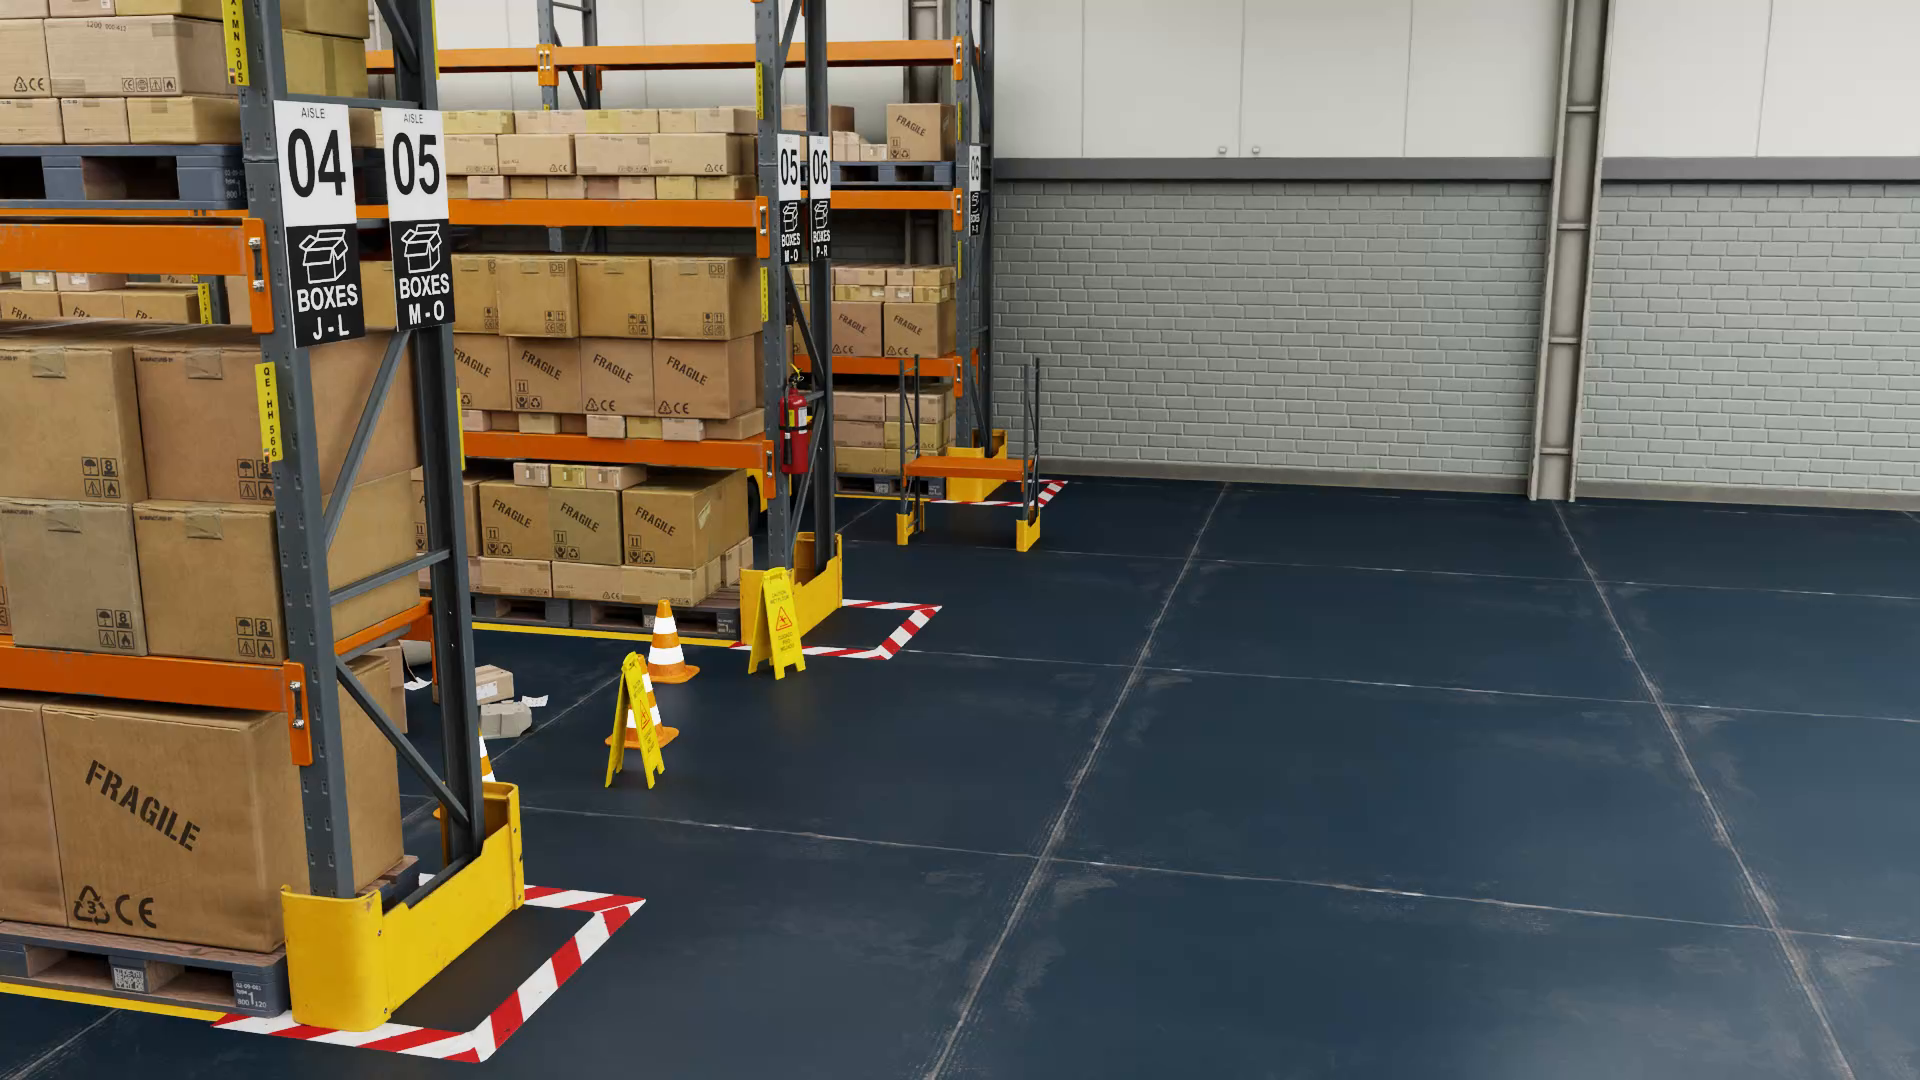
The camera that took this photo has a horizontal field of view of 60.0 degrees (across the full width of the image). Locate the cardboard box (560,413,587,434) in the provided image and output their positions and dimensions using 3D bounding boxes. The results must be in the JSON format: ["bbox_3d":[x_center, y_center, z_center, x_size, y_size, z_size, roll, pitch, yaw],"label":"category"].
[{"bbox_3d":[-2.447,-0.808,11.031,0.250,0.149,0.380,3,13,14],"label":"cardboard box"}]

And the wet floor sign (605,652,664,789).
[{"bbox_3d":[-1.629,0.882,8.269,0.232,0.644,0.267,1,13,4],"label":"wet floor sign"}]

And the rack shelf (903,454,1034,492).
[{"bbox_3d":[0.083,-0.552,13.590,1.000,0.185,0.538,3,13,14],"label":"rack shelf"}]

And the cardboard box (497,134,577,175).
[{"bbox_3d":[-2.598,-2.457,10.619,0.500,0.250,0.500,3,13,15],"label":"cardboard box"}]

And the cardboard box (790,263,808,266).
[{"bbox_3d":[-1.628,-2.602,16.122,0.250,0.149,0.380,3,13,14],"label":"cardboard box"}]

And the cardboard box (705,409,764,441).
[{"bbox_3d":[-1.458,-0.751,10.772,0.250,0.149,0.380,4,13,15],"label":"cardboard box"}]

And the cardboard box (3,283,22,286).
[{"bbox_3d":[-6.778,-1.669,12.444,0.500,0.500,0.500,3,13,11],"label":"cardboard box"}]

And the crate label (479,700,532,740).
[{"bbox_3d":[-2.485,0.971,9.041,0.298,0.136,0.250,-4,13,-16],"label":"crate label"}]

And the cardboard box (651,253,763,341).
[{"bbox_3d":[-1.592,-1.562,10.621,0.500,0.500,0.700,3,13,12],"label":"cardboard box"}]

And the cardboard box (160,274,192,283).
[{"bbox_3d":[-8.088,-2.671,17.649,0.500,0.500,0.500,4,13,16],"label":"cardboard box"}]

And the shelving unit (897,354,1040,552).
[{"bbox_3d":[0.074,-0.728,13.553,1.083,1.500,0.587,3,13,14],"label":"shelving unit"}]

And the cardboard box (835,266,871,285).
[{"bbox_3d":[-0.988,-2.471,15.529,0.250,0.149,0.380,3,13,14],"label":"cardboard box"}]

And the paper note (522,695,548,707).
[{"bbox_3d":[-2.439,0.920,9.516,0.142,0.019,0.148,-1,13,-6],"label":"paper note"}]

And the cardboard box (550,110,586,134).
[{"bbox_3d":[-2.406,-2.654,10.586,0.250,0.149,0.380,3,13,14],"label":"cardboard box"}]

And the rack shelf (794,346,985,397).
[{"bbox_3d":[-1.800,-1.695,16.111,4.000,0.370,1.077,3,13,14],"label":"rack shelf"}]

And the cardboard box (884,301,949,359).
[{"bbox_3d":[-0.399,-1.962,15.421,0.500,0.500,0.500,3,13,12],"label":"cardboard box"}]

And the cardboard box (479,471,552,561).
[{"bbox_3d":[-2.880,-0.168,11.215,0.500,0.500,0.500,3,13,12],"label":"cardboard box"}]

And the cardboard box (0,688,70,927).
[{"bbox_3d":[-3.661,0.913,6.629,0.875,0.875,0.875,3,13,13],"label":"cardboard box"}]

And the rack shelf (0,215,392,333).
[{"bbox_3d":[-4.074,-1.070,6.365,4.000,0.370,1.077,3,13,14],"label":"rack shelf"}]

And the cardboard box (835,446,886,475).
[{"bbox_3d":[-0.871,-0.791,15.753,0.500,0.250,0.500,3,13,14],"label":"cardboard box"}]

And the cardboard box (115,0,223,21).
[{"bbox_3d":[-2.540,-1.784,5.461,0.250,0.149,0.380,3,13,14],"label":"cardboard box"}]

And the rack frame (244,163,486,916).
[{"bbox_3d":[-2.132,0.147,6.144,0.127,3.000,1.000,3,13,14],"label":"rack frame"}]

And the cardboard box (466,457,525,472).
[{"bbox_3d":[-3.299,-0.309,11.847,0.500,0.500,0.500,4,13,17],"label":"cardboard box"}]

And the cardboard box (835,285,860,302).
[{"bbox_3d":[-0.992,-2.316,15.519,0.250,0.149,0.380,3,13,13],"label":"cardboard box"}]

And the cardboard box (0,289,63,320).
[{"bbox_3d":[-6.412,-1.535,11.839,0.500,0.500,0.500,4,13,15],"label":"cardboard box"}]

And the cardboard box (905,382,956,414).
[{"bbox_3d":[-0.280,-1.358,16.001,0.500,0.250,0.500,3,13,13],"label":"cardboard box"}]

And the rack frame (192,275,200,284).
[{"bbox_3d":[-7.625,-2.358,17.437,0.127,3.000,1.000,3,13,14],"label":"rack frame"}]

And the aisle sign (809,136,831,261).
[{"bbox_3d":[-0.910,-2.230,10.858,0.004,0.787,0.394,3,13,14],"label":"aisle sign"}]

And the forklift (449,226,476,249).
[{"bbox_3d":[-4.763,-1.617,14.256,3.031,2.935,1.130,3,13,13],"label":"forklift"}]

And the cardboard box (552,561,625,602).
[{"bbox_3d":[-2.394,0.225,11.175,0.500,0.250,0.500,3,13,14],"label":"cardboard box"}]

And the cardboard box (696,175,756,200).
[{"bbox_3d":[-1.457,-2.200,10.380,0.250,0.149,0.380,3,13,14],"label":"cardboard box"}]

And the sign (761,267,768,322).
[{"bbox_3d":[-1.196,-1.503,10.179,0.005,0.325,0.100,3,13,14],"label":"sign"}]

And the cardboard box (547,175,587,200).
[{"bbox_3d":[-2.440,-2.257,10.638,0.250,0.149,0.380,3,13,13],"label":"cardboard box"}]

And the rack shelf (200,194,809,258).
[{"bbox_3d":[-2.986,-2.116,11.081,4.000,0.370,1.077,3,13,14],"label":"rack shelf"}]

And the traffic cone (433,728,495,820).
[{"bbox_3d":[-2.307,1.060,7.889,0.334,0.463,0.336,3,13,14],"label":"traffic cone"}]

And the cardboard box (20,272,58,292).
[{"bbox_3d":[-6.374,-1.841,11.721,0.250,0.149,0.380,2,13,11],"label":"cardboard box"}]

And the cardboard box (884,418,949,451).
[{"bbox_3d":[-0.406,-1.009,15.581,0.500,0.250,0.500,3,13,13],"label":"cardboard box"}]

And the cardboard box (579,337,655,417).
[{"bbox_3d":[-2.122,-1.090,10.804,0.500,0.500,0.500,3,13,14],"label":"cardboard box"}]

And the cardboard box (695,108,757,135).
[{"bbox_3d":[-1.443,-2.585,10.275,0.250,0.149,0.380,3,13,14],"label":"cardboard box"}]

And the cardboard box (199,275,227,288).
[{"bbox_3d":[-5.299,-1.921,12.082,0.250,0.149,0.380,3,13,13],"label":"cardboard box"}]

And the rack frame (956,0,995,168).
[{"bbox_3d":[0.142,-4.872,14.916,0.127,3.000,1.000,3,13,14],"label":"rack frame"}]

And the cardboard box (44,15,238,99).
[{"bbox_3d":[-2.674,-1.610,5.597,0.500,0.250,0.500,3,13,14],"label":"cardboard box"}]

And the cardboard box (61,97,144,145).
[{"bbox_3d":[-2.780,-1.407,5.607,0.250,0.149,0.380,3,13,14],"label":"cardboard box"}]

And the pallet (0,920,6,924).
[{"bbox_3d":[-4.108,1.420,6.847,1.213,0.211,1.003,3,13,14],"label":"pallet"}]

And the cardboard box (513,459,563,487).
[{"bbox_3d":[-2.755,-0.464,11.048,0.250,0.149,0.380,4,13,16],"label":"cardboard box"}]

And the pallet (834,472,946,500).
[{"bbox_3d":[-0.611,-0.612,16.007,1.213,0.211,1.003,3,13,14],"label":"pallet"}]

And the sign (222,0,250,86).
[{"bbox_3d":[-2.275,-1.597,5.221,0.005,0.325,0.100,3,13,14],"label":"sign"}]

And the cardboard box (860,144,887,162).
[{"bbox_3d":[-0.736,-3.518,15.117,0.250,0.149,0.380,3,13,12],"label":"cardboard box"}]

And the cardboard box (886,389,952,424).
[{"bbox_3d":[-0.380,-1.252,15.522,0.500,0.250,0.500,4,13,15],"label":"cardboard box"}]

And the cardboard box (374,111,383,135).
[{"bbox_3d":[-3.685,-2.708,10.828,0.250,0.149,0.380,3,13,12],"label":"cardboard box"}]

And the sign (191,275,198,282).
[{"bbox_3d":[-7.746,-2.770,16.803,0.005,0.325,0.100,3,13,14],"label":"sign"}]

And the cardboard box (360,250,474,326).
[{"bbox_3d":[-3.581,-1.657,11.052,0.500,0.500,0.700,3,13,12],"label":"cardboard box"}]

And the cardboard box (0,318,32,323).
[{"bbox_3d":[-4.096,-0.547,6.436,0.500,0.550,0.875,3,13,14],"label":"cardboard box"}]

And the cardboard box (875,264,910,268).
[{"bbox_3d":[-0.639,-2.547,15.875,0.250,0.149,0.380,3,13,15],"label":"cardboard box"}]

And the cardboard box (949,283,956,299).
[{"bbox_3d":[-0.125,-2.380,15.810,0.250,0.149,0.380,3,13,12],"label":"cardboard box"}]
